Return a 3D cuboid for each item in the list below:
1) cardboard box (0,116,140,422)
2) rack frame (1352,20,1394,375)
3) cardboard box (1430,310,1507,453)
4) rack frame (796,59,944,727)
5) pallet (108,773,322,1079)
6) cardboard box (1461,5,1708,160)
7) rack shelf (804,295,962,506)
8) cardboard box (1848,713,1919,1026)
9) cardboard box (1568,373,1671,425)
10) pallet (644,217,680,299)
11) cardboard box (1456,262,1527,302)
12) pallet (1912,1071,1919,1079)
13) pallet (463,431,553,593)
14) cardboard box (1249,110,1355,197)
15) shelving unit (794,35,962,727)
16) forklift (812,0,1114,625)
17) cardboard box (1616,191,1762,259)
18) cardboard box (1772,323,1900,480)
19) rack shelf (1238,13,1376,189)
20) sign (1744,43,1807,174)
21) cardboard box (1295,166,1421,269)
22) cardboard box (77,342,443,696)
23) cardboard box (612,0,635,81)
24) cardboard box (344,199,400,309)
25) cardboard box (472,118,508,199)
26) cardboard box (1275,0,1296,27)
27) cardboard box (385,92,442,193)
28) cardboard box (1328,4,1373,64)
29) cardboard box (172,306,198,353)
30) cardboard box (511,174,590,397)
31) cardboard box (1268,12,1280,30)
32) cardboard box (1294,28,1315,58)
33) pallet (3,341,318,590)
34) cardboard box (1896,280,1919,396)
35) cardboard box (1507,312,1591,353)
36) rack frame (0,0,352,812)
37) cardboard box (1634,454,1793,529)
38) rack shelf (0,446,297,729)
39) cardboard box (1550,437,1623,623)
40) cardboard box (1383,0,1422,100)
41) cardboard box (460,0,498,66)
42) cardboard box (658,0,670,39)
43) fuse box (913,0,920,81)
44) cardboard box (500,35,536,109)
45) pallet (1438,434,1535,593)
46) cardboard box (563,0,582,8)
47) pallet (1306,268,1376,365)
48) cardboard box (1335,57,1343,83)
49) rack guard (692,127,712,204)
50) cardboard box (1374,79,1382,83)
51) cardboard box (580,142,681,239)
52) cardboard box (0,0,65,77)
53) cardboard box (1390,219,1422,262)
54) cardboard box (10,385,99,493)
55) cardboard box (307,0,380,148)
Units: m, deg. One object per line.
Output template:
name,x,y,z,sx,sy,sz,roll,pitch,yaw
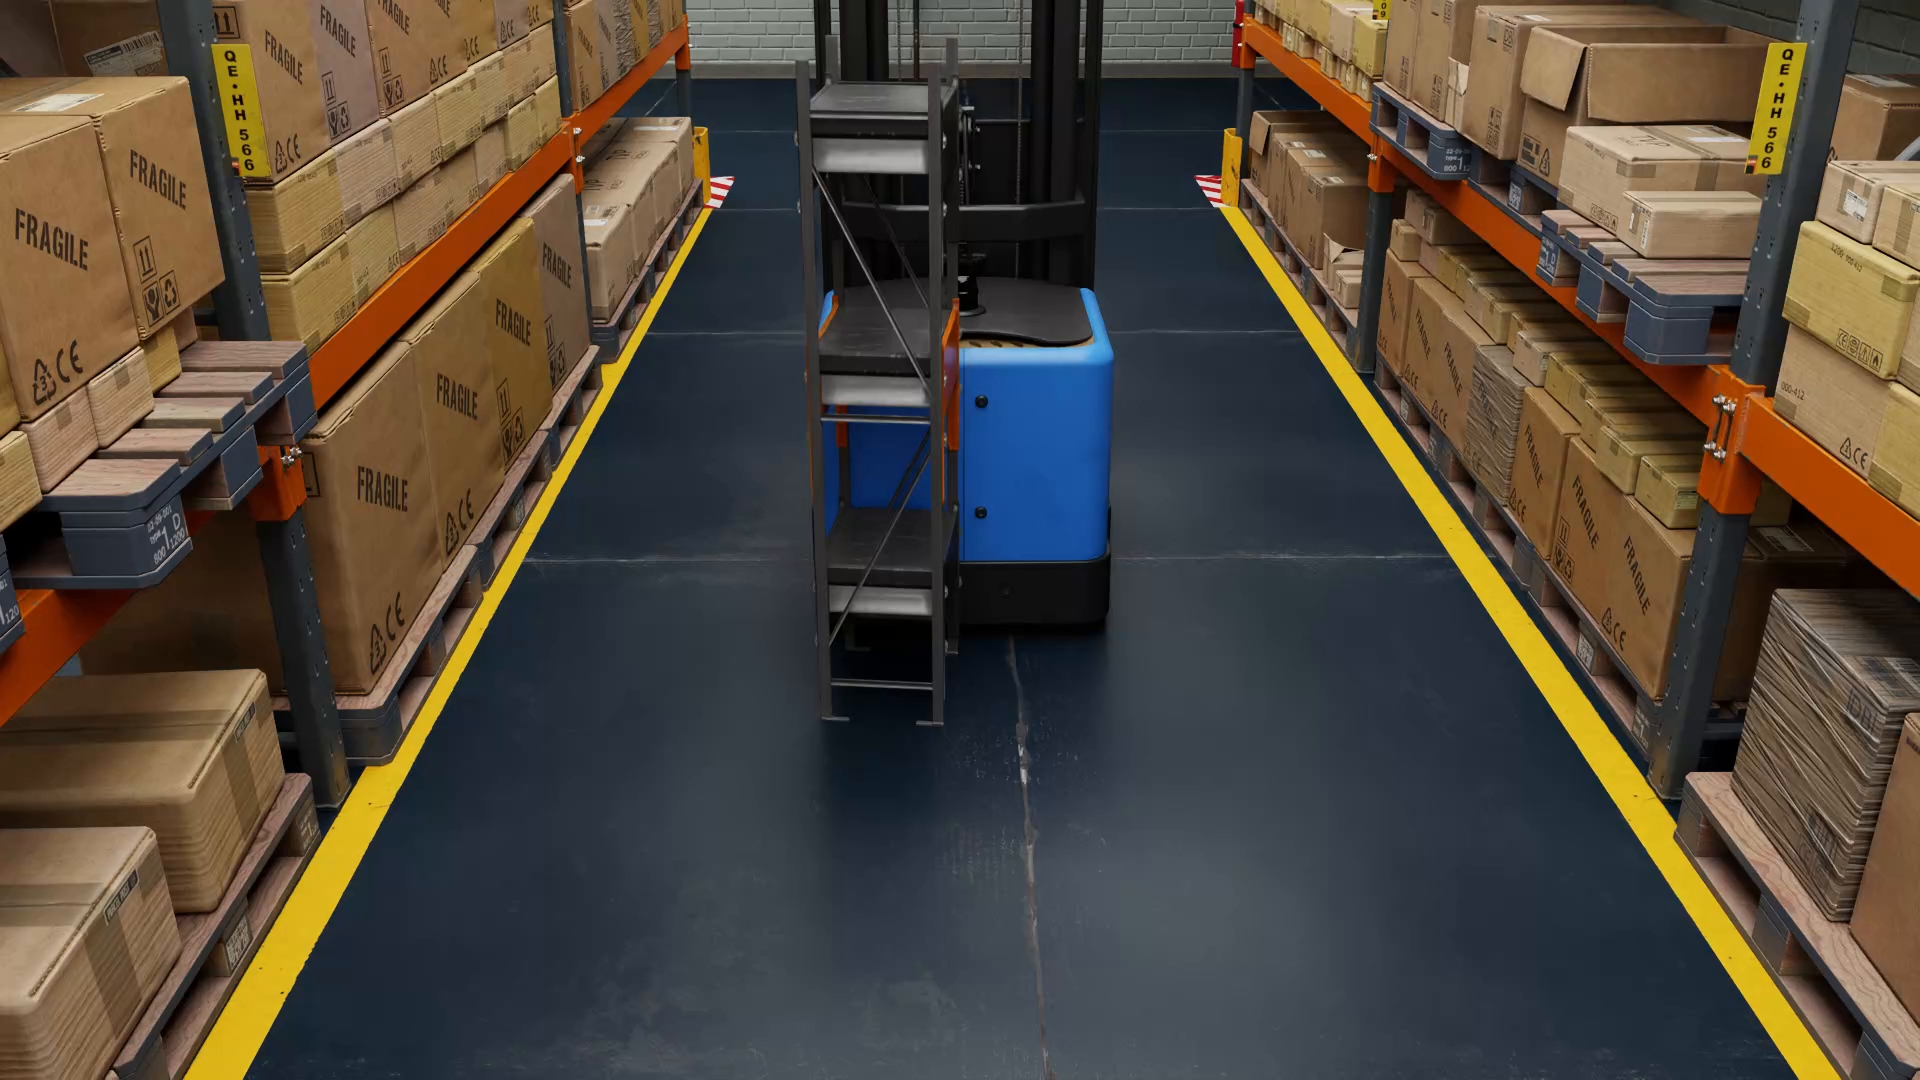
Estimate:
cardboard box,-2.054,-0.554,3.342,0.500,0.500,0.500,-1,24,-1
rack frame,2.566,-2.252,8.090,1.000,3.000,0.127,0,24,-1
cardboard box,2.363,-0.679,7.136,0.500,0.500,0.500,-1,24,-2
rack frame,-0.253,-0.359,4.995,0.400,2.100,0.015,2,24,5
pallet,-2.346,1.012,4.256,1.003,0.211,1.213,0,24,-1
cardboard box,2.362,-1.752,6.353,0.700,0.500,0.500,0,24,-1
rack shelf,-0.230,-0.446,5.222,0.431,0.518,0.480,2,24,5
cardboard box,2.618,0.813,3.685,0.875,0.625,0.625,1,24,1
cardboard box,2.401,-0.485,5.918,0.380,0.149,0.250,0,24,1
pallet,-2.343,-1.776,10.420,1.003,0.211,1.213,0,24,-1
cardboard box,2.415,-1.119,7.321,0.380,0.149,0.250,-1,24,-1
pallet,2.590,1.507,3.161,1.003,0.211,1.213,0,24,-1
pallet,-2.297,-0.136,6.796,1.003,0.211,1.213,0,24,-1
cardboard box,2.434,-2.702,11.604,0.797,0.503,0.637,-1,24,-3
shelving unit,-0.230,-0.459,5.216,0.431,2.100,0.503,2,24,5
forklift,-0.010,-1.595,6.720,1.130,2.935,3.031,0,24,-1
cardboard box,2.219,-0.950,5.006,0.380,0.149,0.250,0,24,0
cardboard box,2.370,-0.352,4.070,0.500,0.250,0.500,0,24,0
rack shelf,2.544,-2.749,10.061,1.077,0.370,4.000,0,24,-1
sign,2.067,-1.089,4.210,0.100,0.325,0.005,0,24,-1
cardboard box,2.416,-1.920,9.880,0.700,0.500,0.500,-1,24,-3
cardboard box,-2.278,-0.089,5.375,0.875,0.875,0.875,0,24,-1
cardboard box,-2.141,-2.881,9.359,0.500,0.500,0.500,0,24,0
cardboard box,-2.131,-0.926,5.340,0.500,0.250,0.500,-1,24,-2
cardboard box,-2.149,-1.559,6.738,0.500,0.250,0.500,-1,24,-2
cardboard box,2.273,-3.363,10.367,0.500,0.250,0.500,-1,24,-2
cardboard box,-2.110,-1.368,5.710,0.500,0.250,0.500,0,24,-1
cardboard box,2.296,-2.735,8.978,0.500,0.250,0.500,0,24,0
cardboard box,-2.115,-0.523,4.062,0.380,0.149,0.250,1,24,1
cardboard box,-2.310,-1.197,7.825,0.875,0.875,0.875,0,24,1
cardboard box,2.301,-3.545,11.253,0.380,0.149,0.250,0,24,1
cardboard box,2.239,-3.010,10.070,0.380,0.149,0.250,0,24,1
pallet,-2.239,-0.200,3.784,1.213,0.211,1.003,0,24,-1
cardboard box,2.375,-0.373,3.511,0.500,0.250,0.500,0,24,1
cardboard box,2.413,-0.803,6.621,0.380,0.149,0.250,0,24,0
rack frame,-2.354,-0.580,4.393,1.000,3.000,0.127,0,24,-1
cardboard box,2.351,-0.154,5.188,0.380,0.149,0.250,-1,24,-3
rack shelf,-2.332,0.572,2.719,1.077,0.370,4.000,0,24,-1
cardboard box,2.395,-0.036,5.714,0.500,0.500,0.500,-1,24,-1
cardboard box,2.348,-2.289,7.540,0.700,0.500,0.500,0,24,1
cardboard box,-2.142,-2.125,6.473,0.500,0.500,0.500,0,24,1
cardboard box,-2.180,-3.518,10.767,0.500,0.500,0.500,-1,24,-2
fuse box,-0.424,-5.563,16.972,0.539,1.711,0.414,0,24,-1
cardboard box,-2.136,-2.002,7.111,0.500,0.250,0.500,0,24,1
pallet,2.629,-0.143,6.810,1.003,0.211,1.213,0,24,-1
cardboard box,-2.160,-2.927,8.247,0.500,0.500,0.500,0,24,0
pallet,2.560,-1.265,9.291,1.003,0.211,1.213,0,24,-1
cardboard box,2.283,-2.591,9.143,0.380,0.149,0.250,0,24,1
rack guard,-2.441,-2.748,12.219,1.175,0.500,0.348,0,24,-1
cardboard box,2.310,-2.268,8.430,0.380,0.149,0.250,0,24,0
cardboard box,-2.315,-2.252,10.689,0.875,0.438,0.875,0,24,1
cardboard box,-2.621,-1.293,4.635,0.500,0.500,0.500,-1,24,-2
cardboard box,2.304,-1.451,8.056,0.380,0.149,0.250,1,24,2
cardboard box,-1.997,-0.206,3.360,0.380,0.149,0.250,-1,24,-3
cardboard box,-2.129,-1.490,5.070,0.500,0.500,0.500,0,24,0
